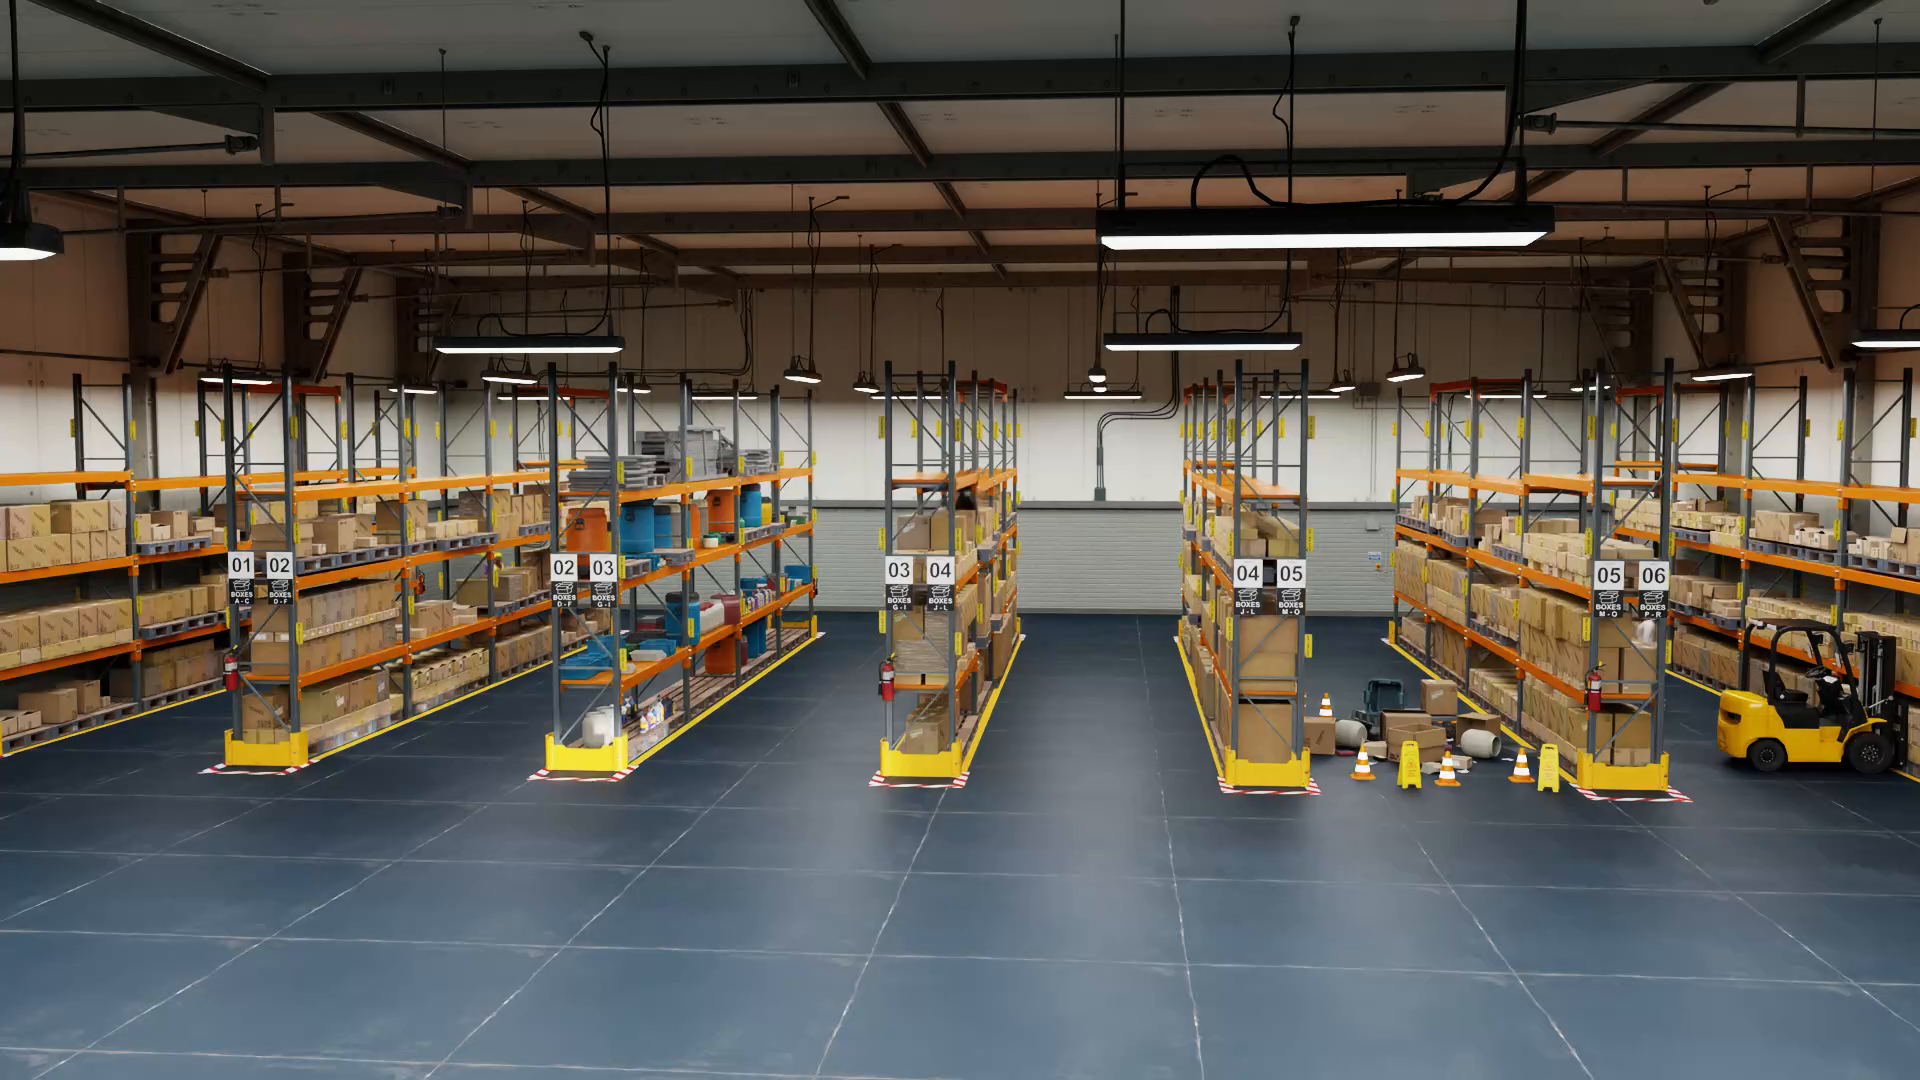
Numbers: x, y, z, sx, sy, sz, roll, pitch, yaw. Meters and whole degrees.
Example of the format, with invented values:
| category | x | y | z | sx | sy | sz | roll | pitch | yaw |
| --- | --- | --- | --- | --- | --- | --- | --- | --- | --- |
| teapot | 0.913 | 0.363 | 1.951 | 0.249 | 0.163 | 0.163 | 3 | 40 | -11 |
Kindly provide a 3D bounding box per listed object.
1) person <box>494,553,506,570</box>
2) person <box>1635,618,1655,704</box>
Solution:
| category | x | y | z | sx | sy | sz | roll | pitch | yaw |
| --- | --- | --- | --- | --- | --- | --- | --- | --- | --- |
| person | -12.389 | 1.198 | 44.420 | 0.677 | 1.738 | 0.619 | 2 | 4 | 32 |
| person | 12.512 | 2.106 | 30.581 | 0.517 | 1.789 | 0.637 | 3 | 5 | 41 |
